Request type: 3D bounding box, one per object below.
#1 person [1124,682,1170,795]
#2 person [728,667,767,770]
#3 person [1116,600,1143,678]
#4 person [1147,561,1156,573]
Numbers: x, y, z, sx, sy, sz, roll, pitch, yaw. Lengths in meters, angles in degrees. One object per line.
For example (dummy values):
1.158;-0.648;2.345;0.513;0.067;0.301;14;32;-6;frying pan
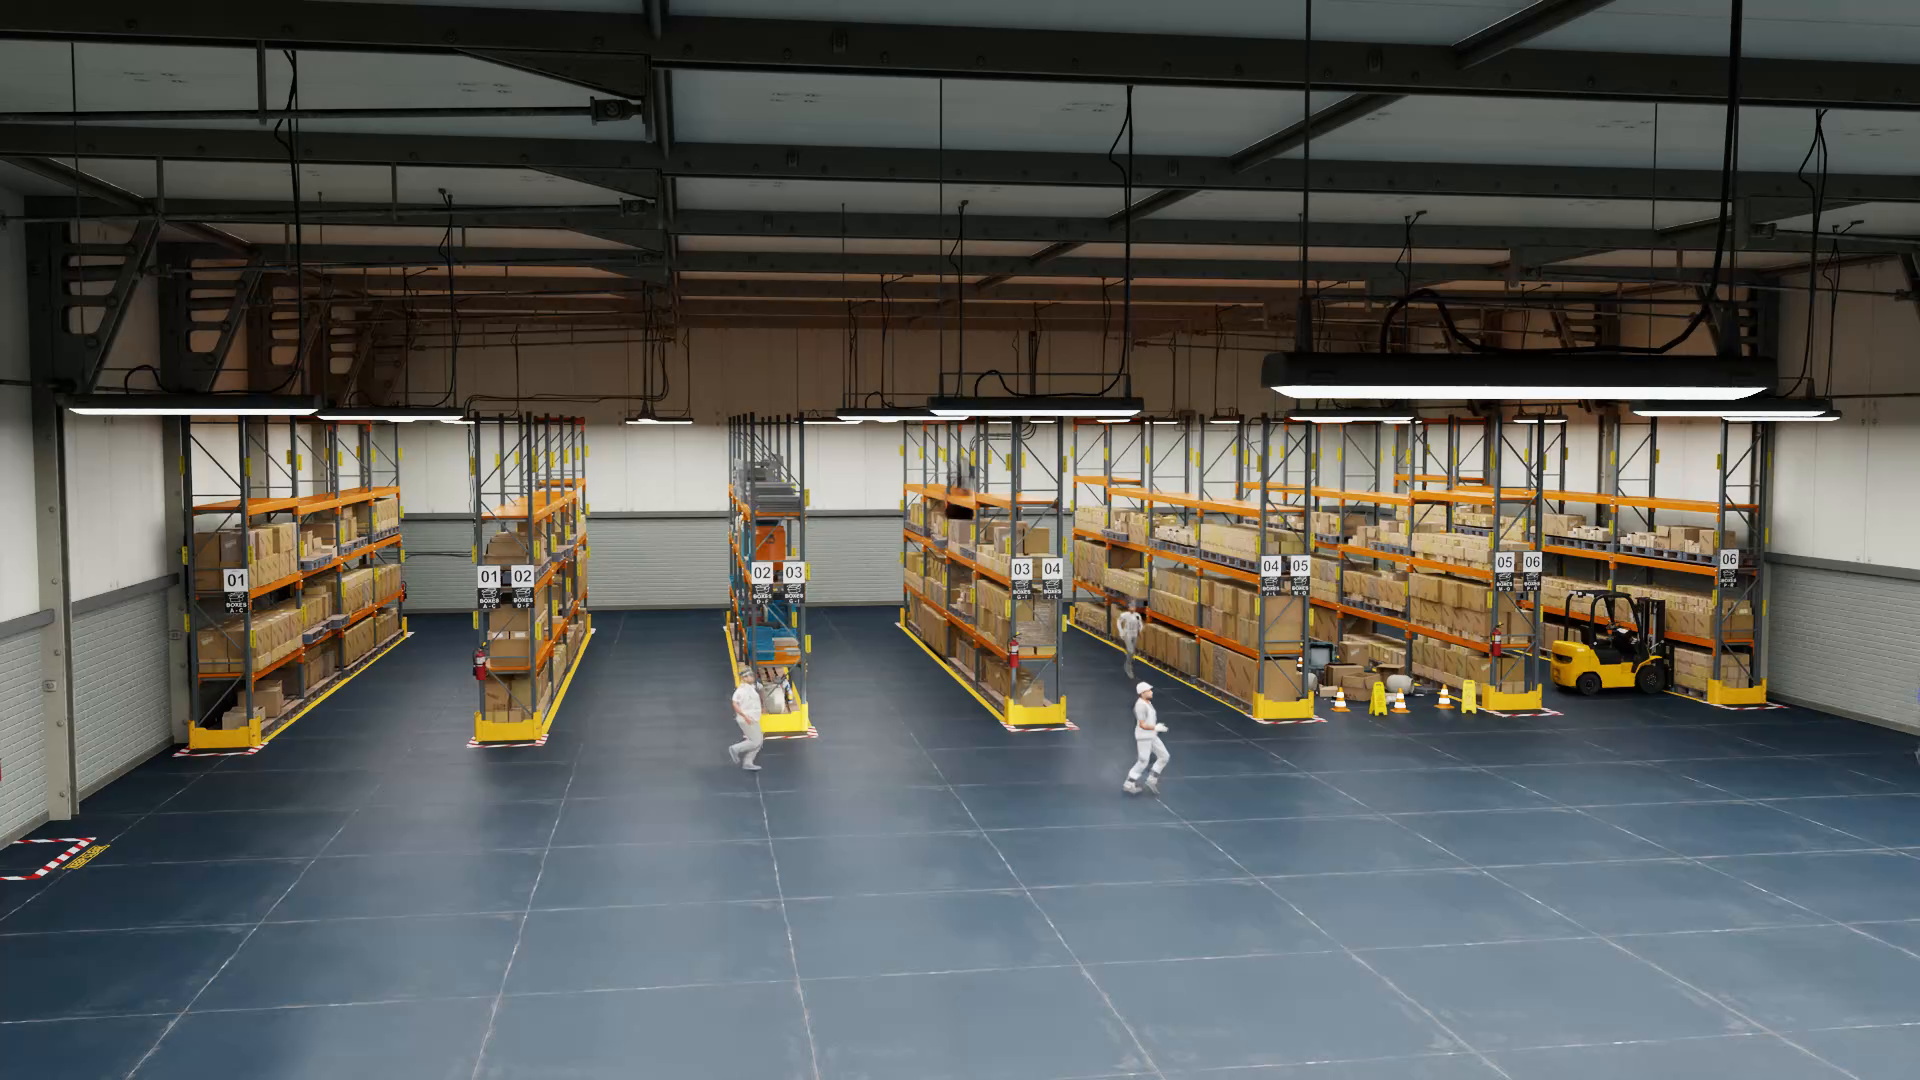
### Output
2.911;3.091;25.842;0.715;1.785;0.671;1;4;20;person
-3.531;2.971;27.725;0.600;1.734;0.663;1;4;11;person
3.803;2.190;37.052;0.529;1.728;0.829;-1;4;-20;person
5.982;1.469;50.339;0.837;1.715;0.680;-1;4;-17;person
